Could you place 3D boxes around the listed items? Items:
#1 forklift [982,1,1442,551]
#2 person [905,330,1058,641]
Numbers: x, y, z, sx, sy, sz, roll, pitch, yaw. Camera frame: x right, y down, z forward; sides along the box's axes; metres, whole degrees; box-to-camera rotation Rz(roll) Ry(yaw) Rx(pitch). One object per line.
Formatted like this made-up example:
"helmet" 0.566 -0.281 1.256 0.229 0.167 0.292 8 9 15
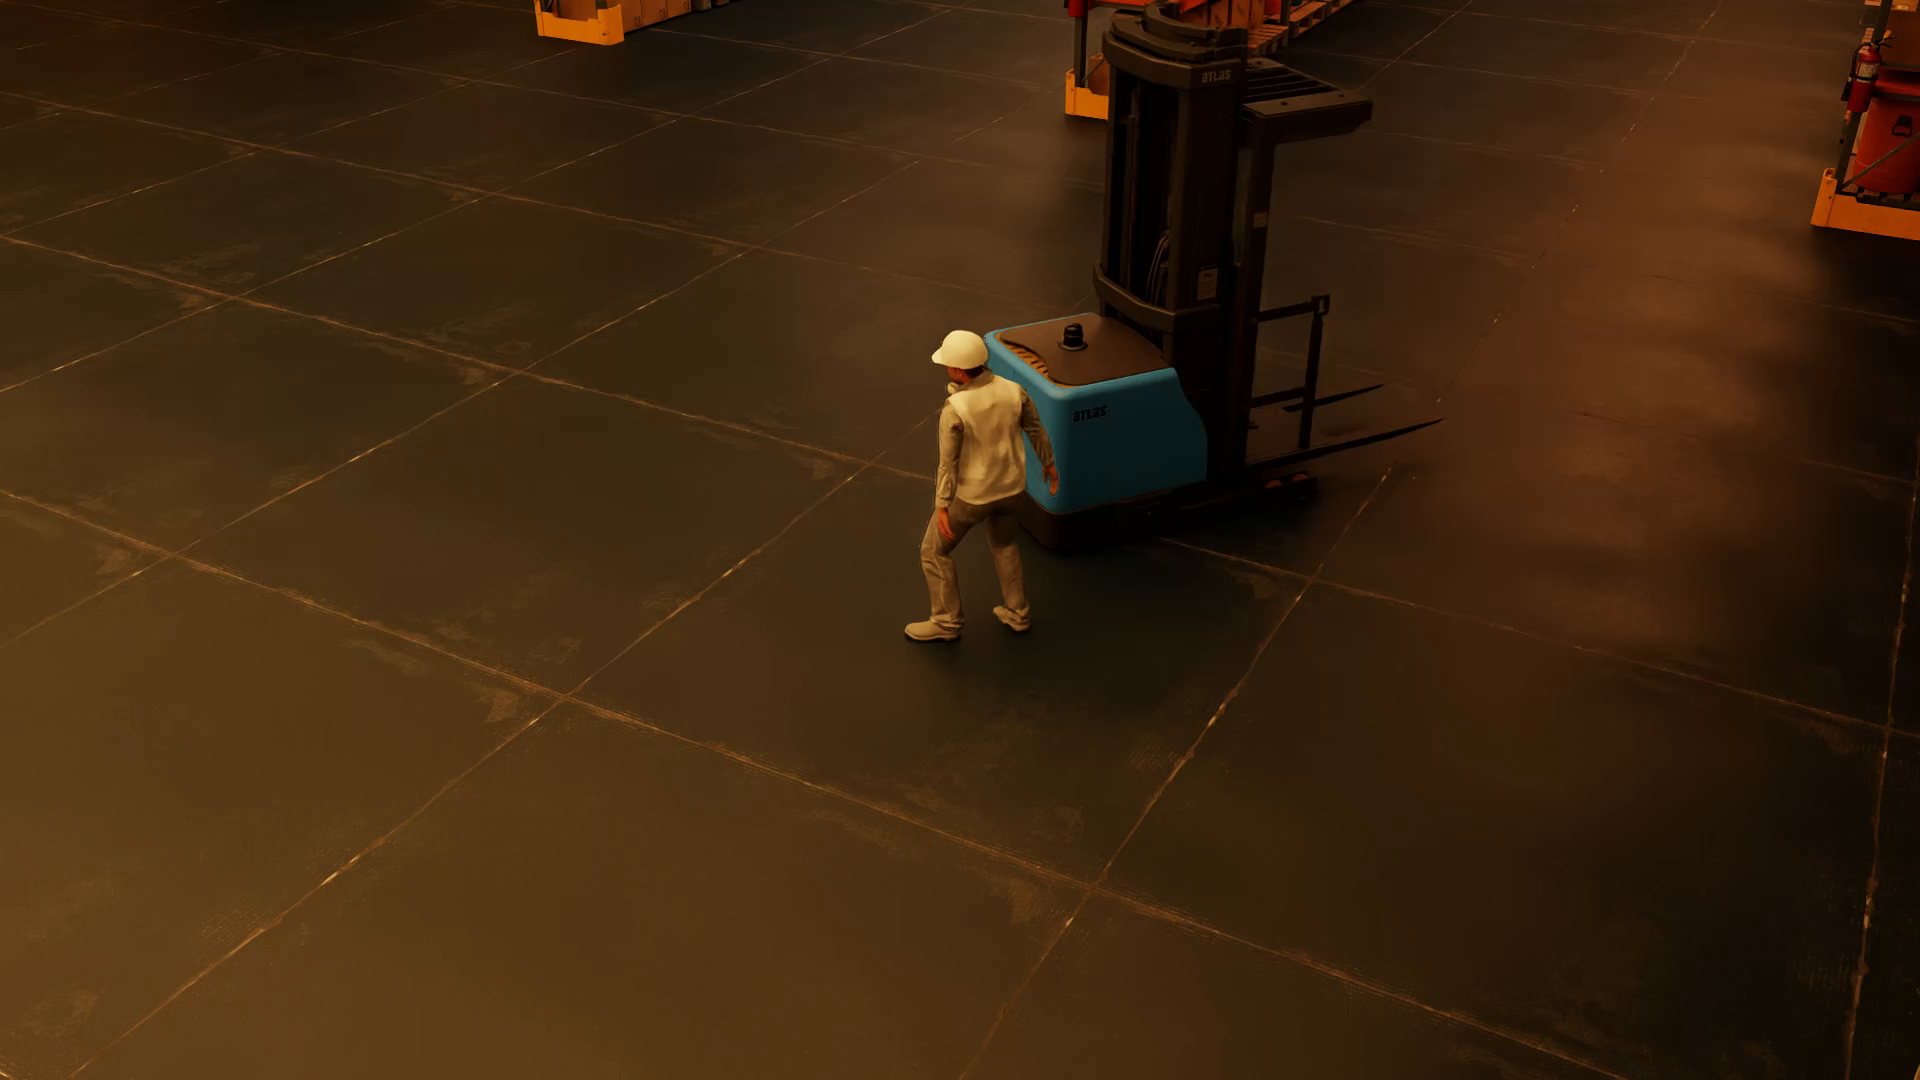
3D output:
"forklift" 1.669 -1.698 10.012 3.031 2.935 1.130 -14 33 -22
"person" 0.115 -0.285 8.797 0.867 1.745 0.467 -16 34 -26
